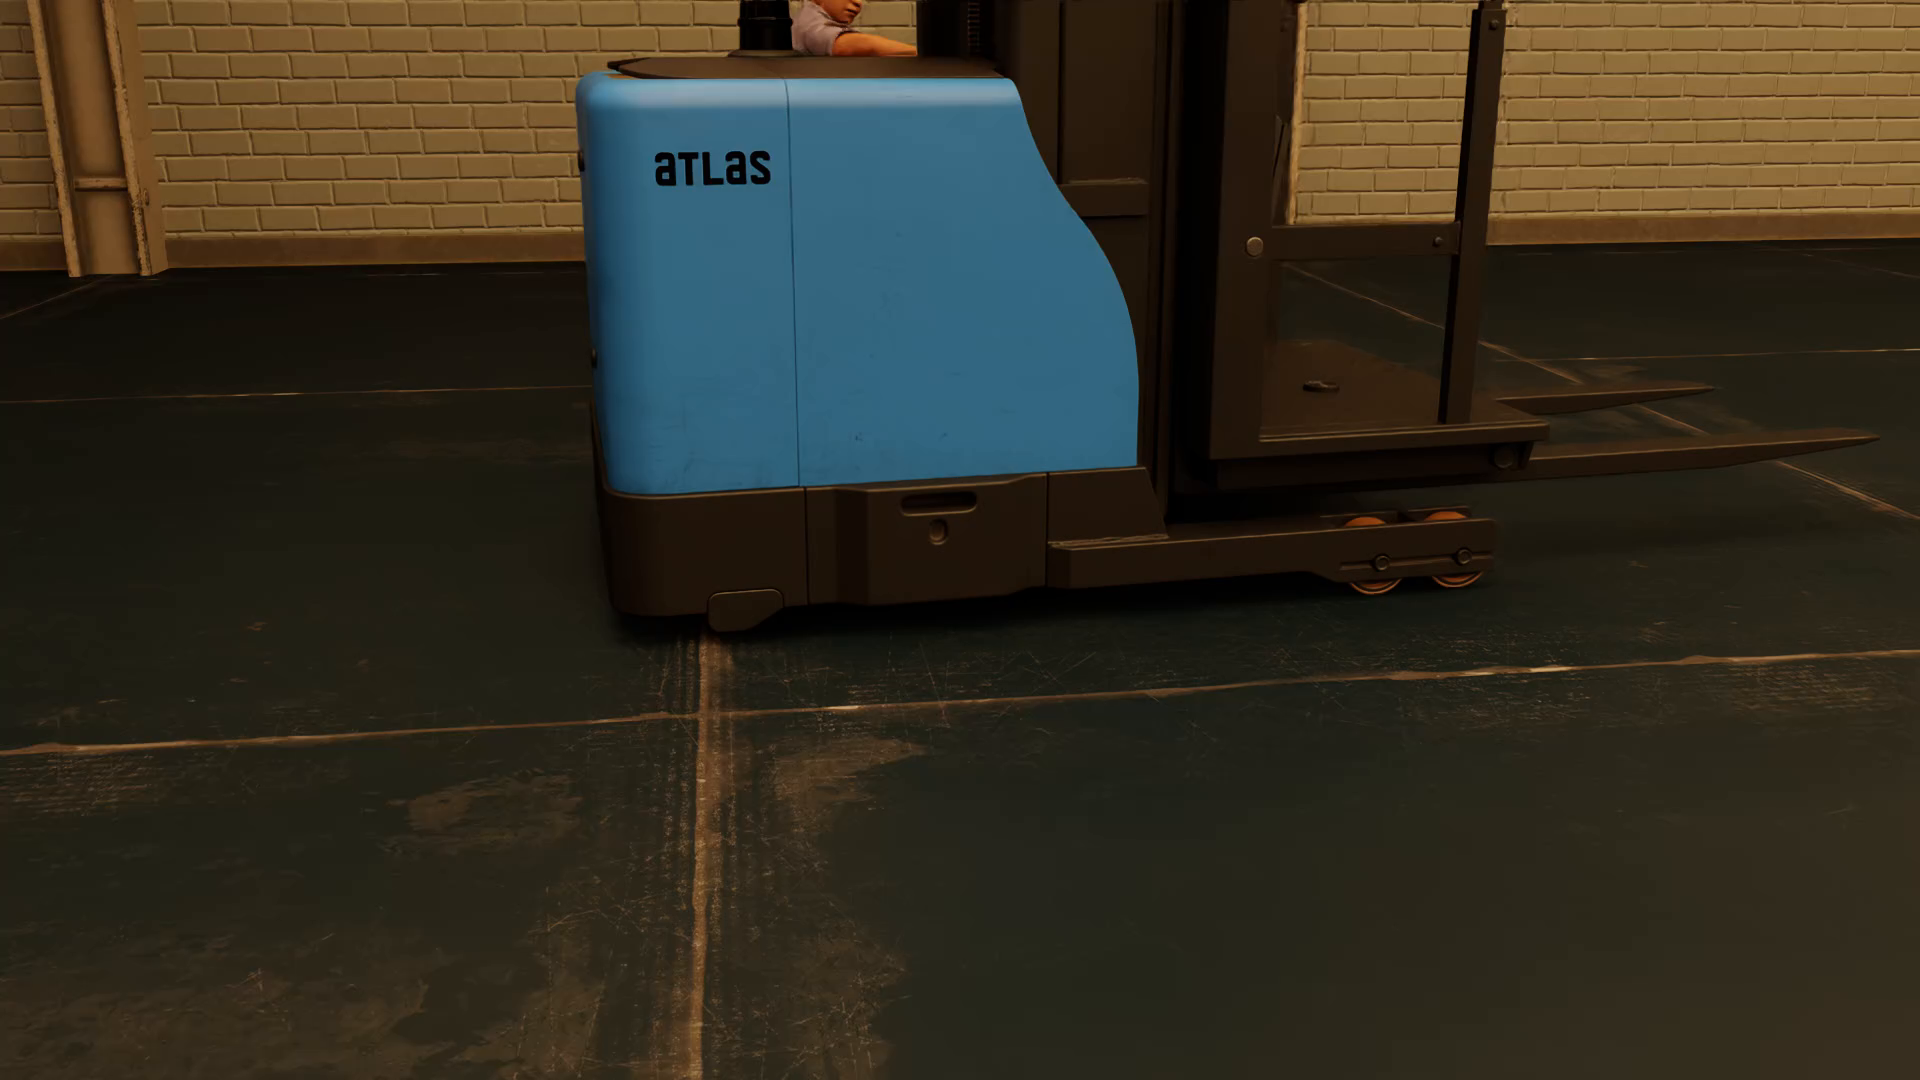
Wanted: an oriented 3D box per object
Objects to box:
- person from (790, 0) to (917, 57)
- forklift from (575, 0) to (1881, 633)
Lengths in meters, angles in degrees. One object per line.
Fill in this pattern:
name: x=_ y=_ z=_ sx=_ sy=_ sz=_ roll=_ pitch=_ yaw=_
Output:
person: x=-0.289 y=-1.199 z=5.463 sx=0.805 sy=1.417 sz=1.061 roll=9 pitch=19 yaw=28
forklift: x=0.679 y=-1.429 z=3.629 sx=3.031 sy=2.935 sz=1.130 roll=-4 pitch=17 yaw=-13
